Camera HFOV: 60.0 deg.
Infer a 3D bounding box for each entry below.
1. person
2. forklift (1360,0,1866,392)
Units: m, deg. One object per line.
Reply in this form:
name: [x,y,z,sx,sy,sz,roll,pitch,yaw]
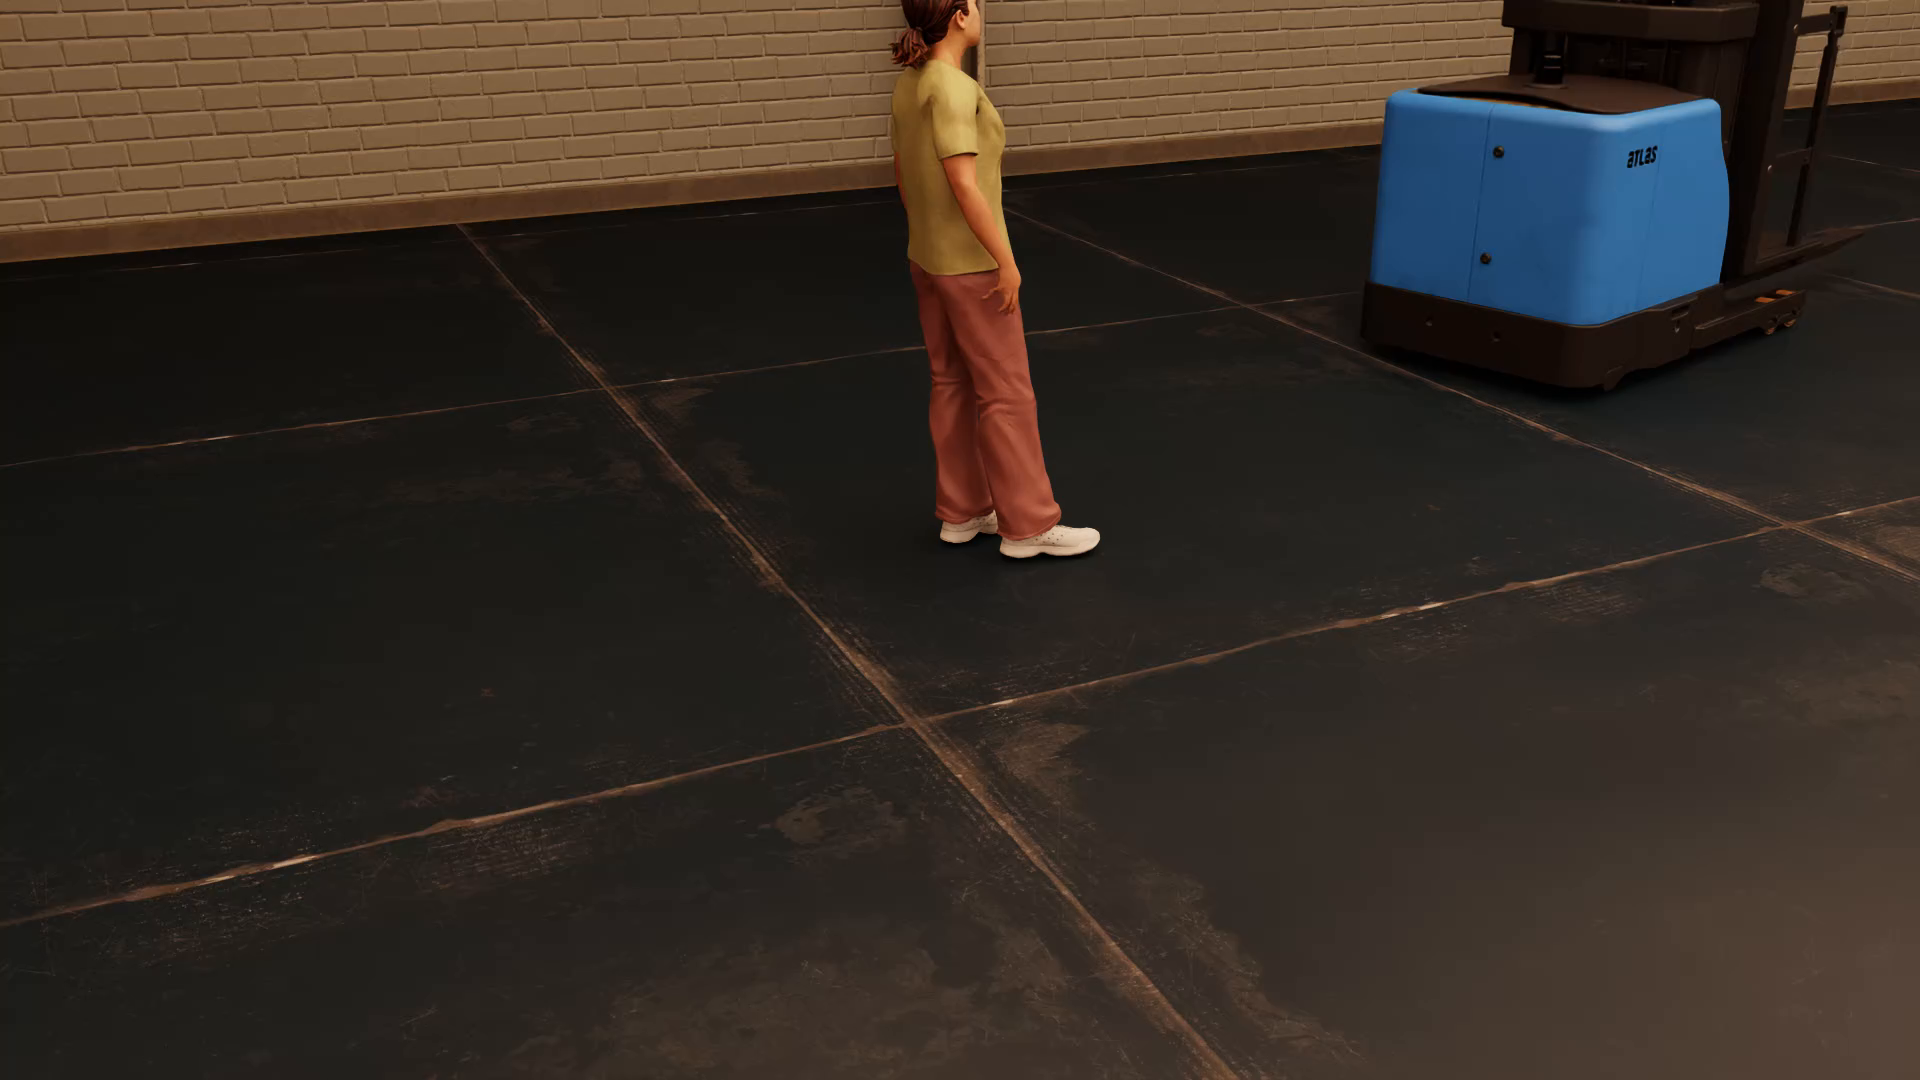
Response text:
person: [0.072,-0.788,4.801,0.549,1.675,0.553,-10,25,-23]
forklift: [3.115,-2.381,7.019,3.031,2.935,1.130,-19,29,-38]
